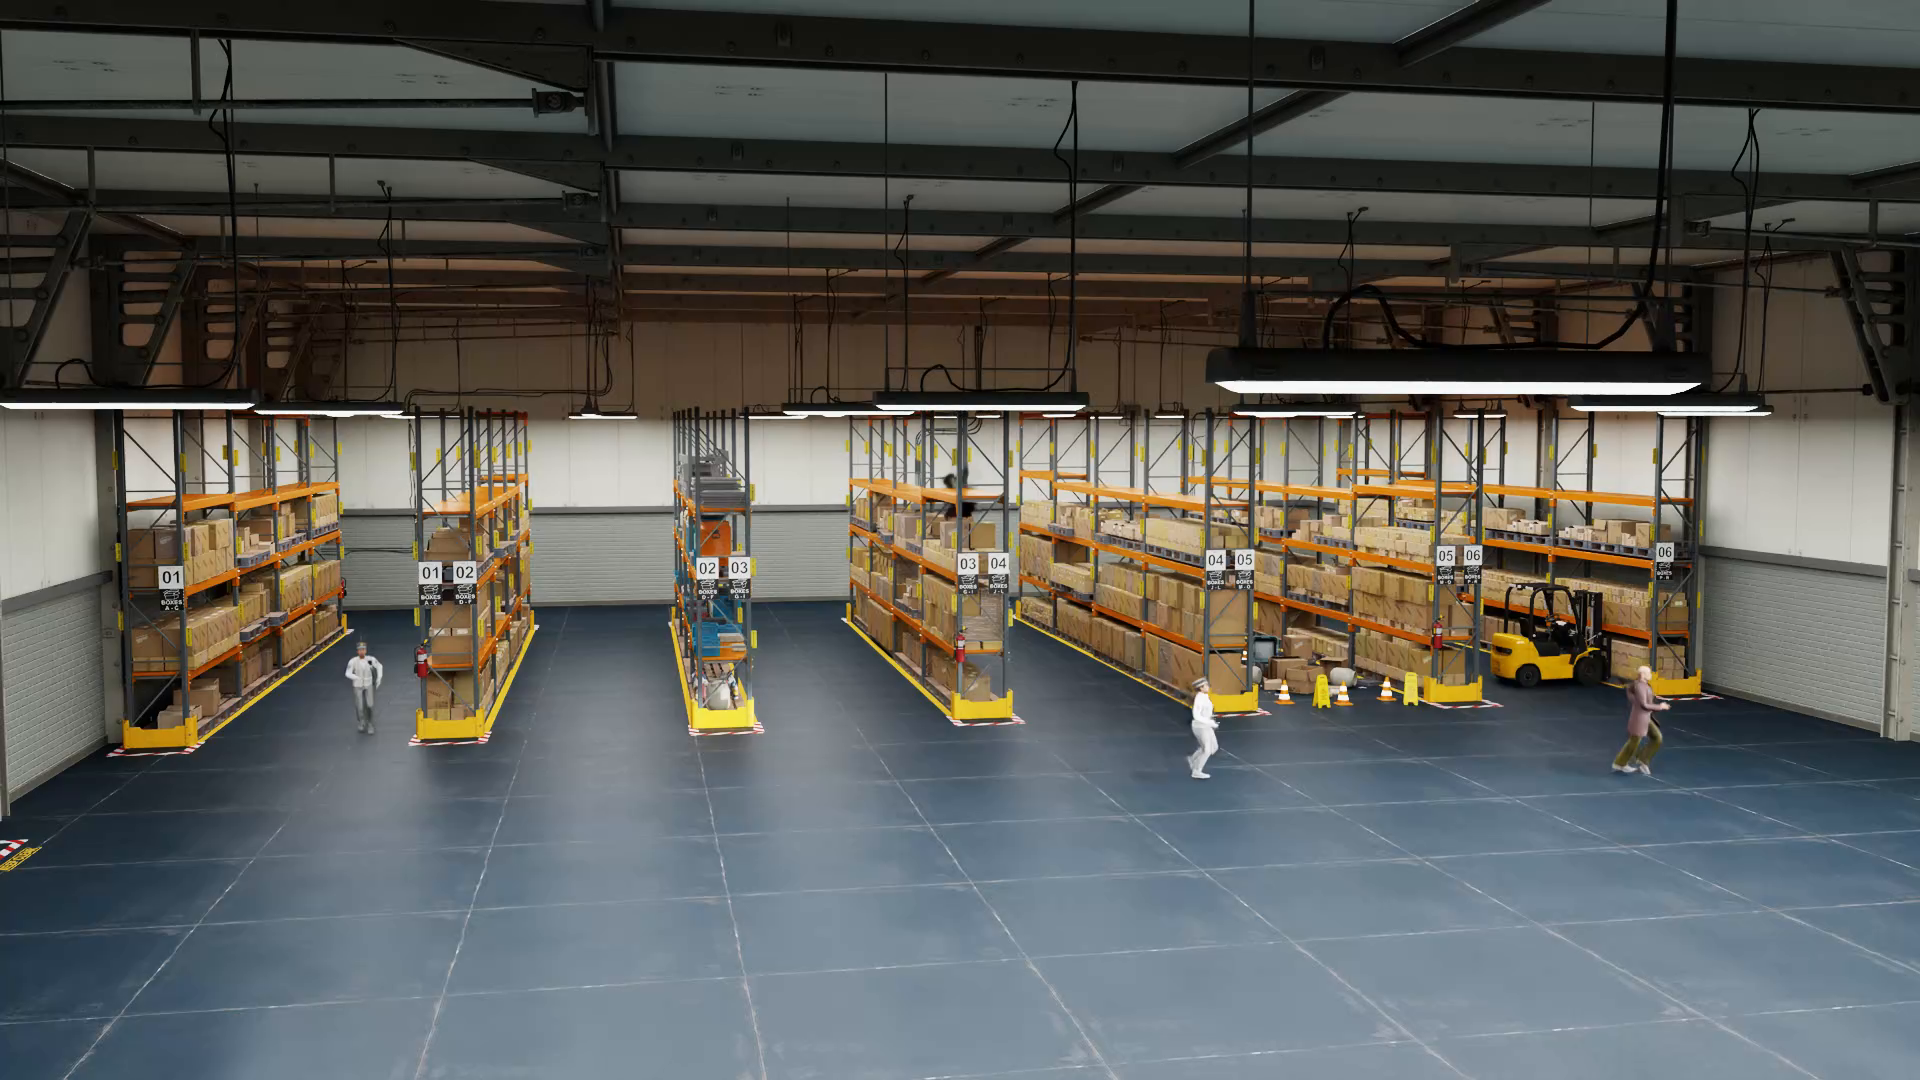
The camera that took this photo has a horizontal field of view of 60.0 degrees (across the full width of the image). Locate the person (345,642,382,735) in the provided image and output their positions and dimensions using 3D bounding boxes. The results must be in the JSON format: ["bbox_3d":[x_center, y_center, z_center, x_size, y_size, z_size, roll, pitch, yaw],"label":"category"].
[{"bbox_3d":[-10.927,2.724,30.478,0.623,1.737,0.698,-2,4,-21],"label":"person"}]

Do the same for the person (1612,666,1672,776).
[{"bbox_3d":[11.027,2.940,26.875,0.877,1.792,0.668,3,5,32],"label":"person"}]

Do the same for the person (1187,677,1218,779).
[{"bbox_3d":[3.895,3.000,26.639,0.539,1.651,0.592,1,4,18],"label":"person"}]

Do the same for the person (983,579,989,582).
[{"bbox_3d":[0.920,1.414,49.485,0.777,1.571,0.748,-4,6,-43],"label":"person"}]
